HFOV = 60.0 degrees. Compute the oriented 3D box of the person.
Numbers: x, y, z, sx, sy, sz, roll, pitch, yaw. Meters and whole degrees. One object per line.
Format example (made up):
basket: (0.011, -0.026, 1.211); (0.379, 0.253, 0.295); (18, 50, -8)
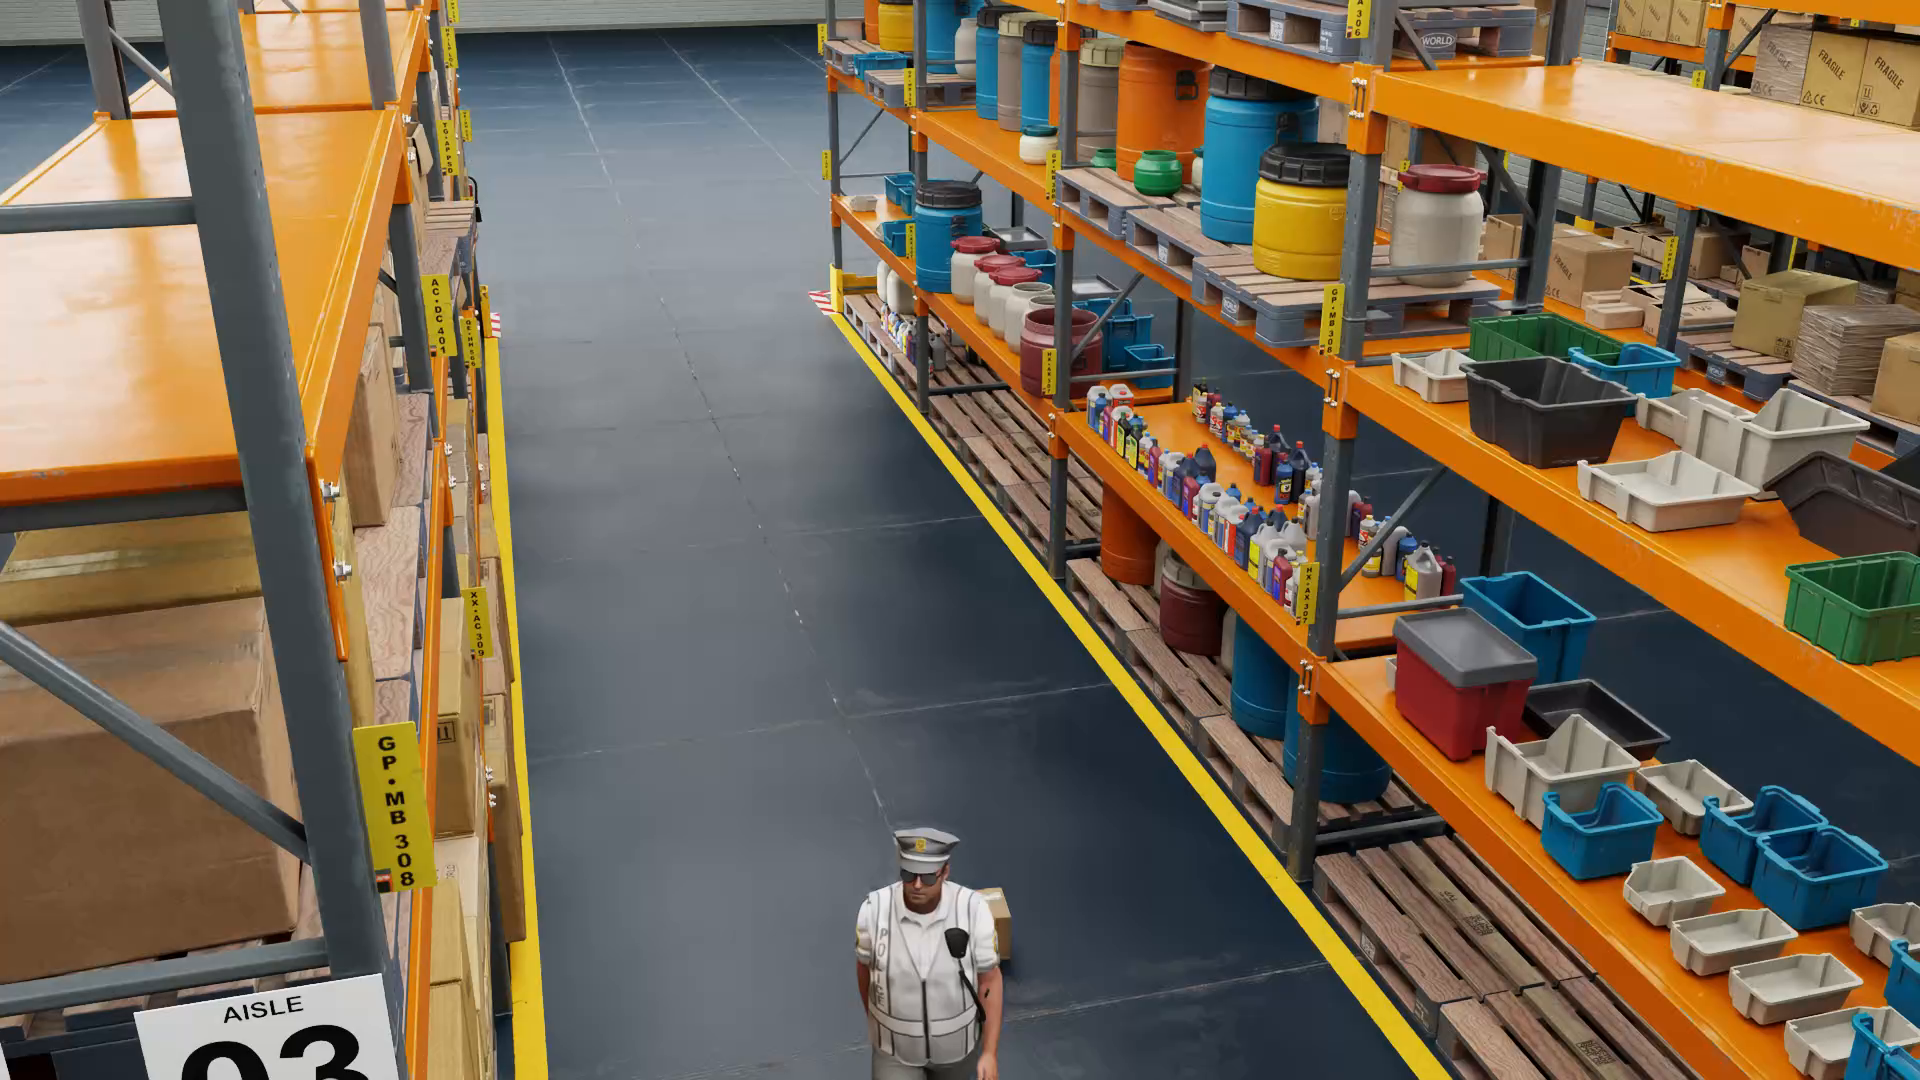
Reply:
person: (-0.107, 1.859, 6.160); (0.539, 1.714, 1.034); (-2, 23, -4)
